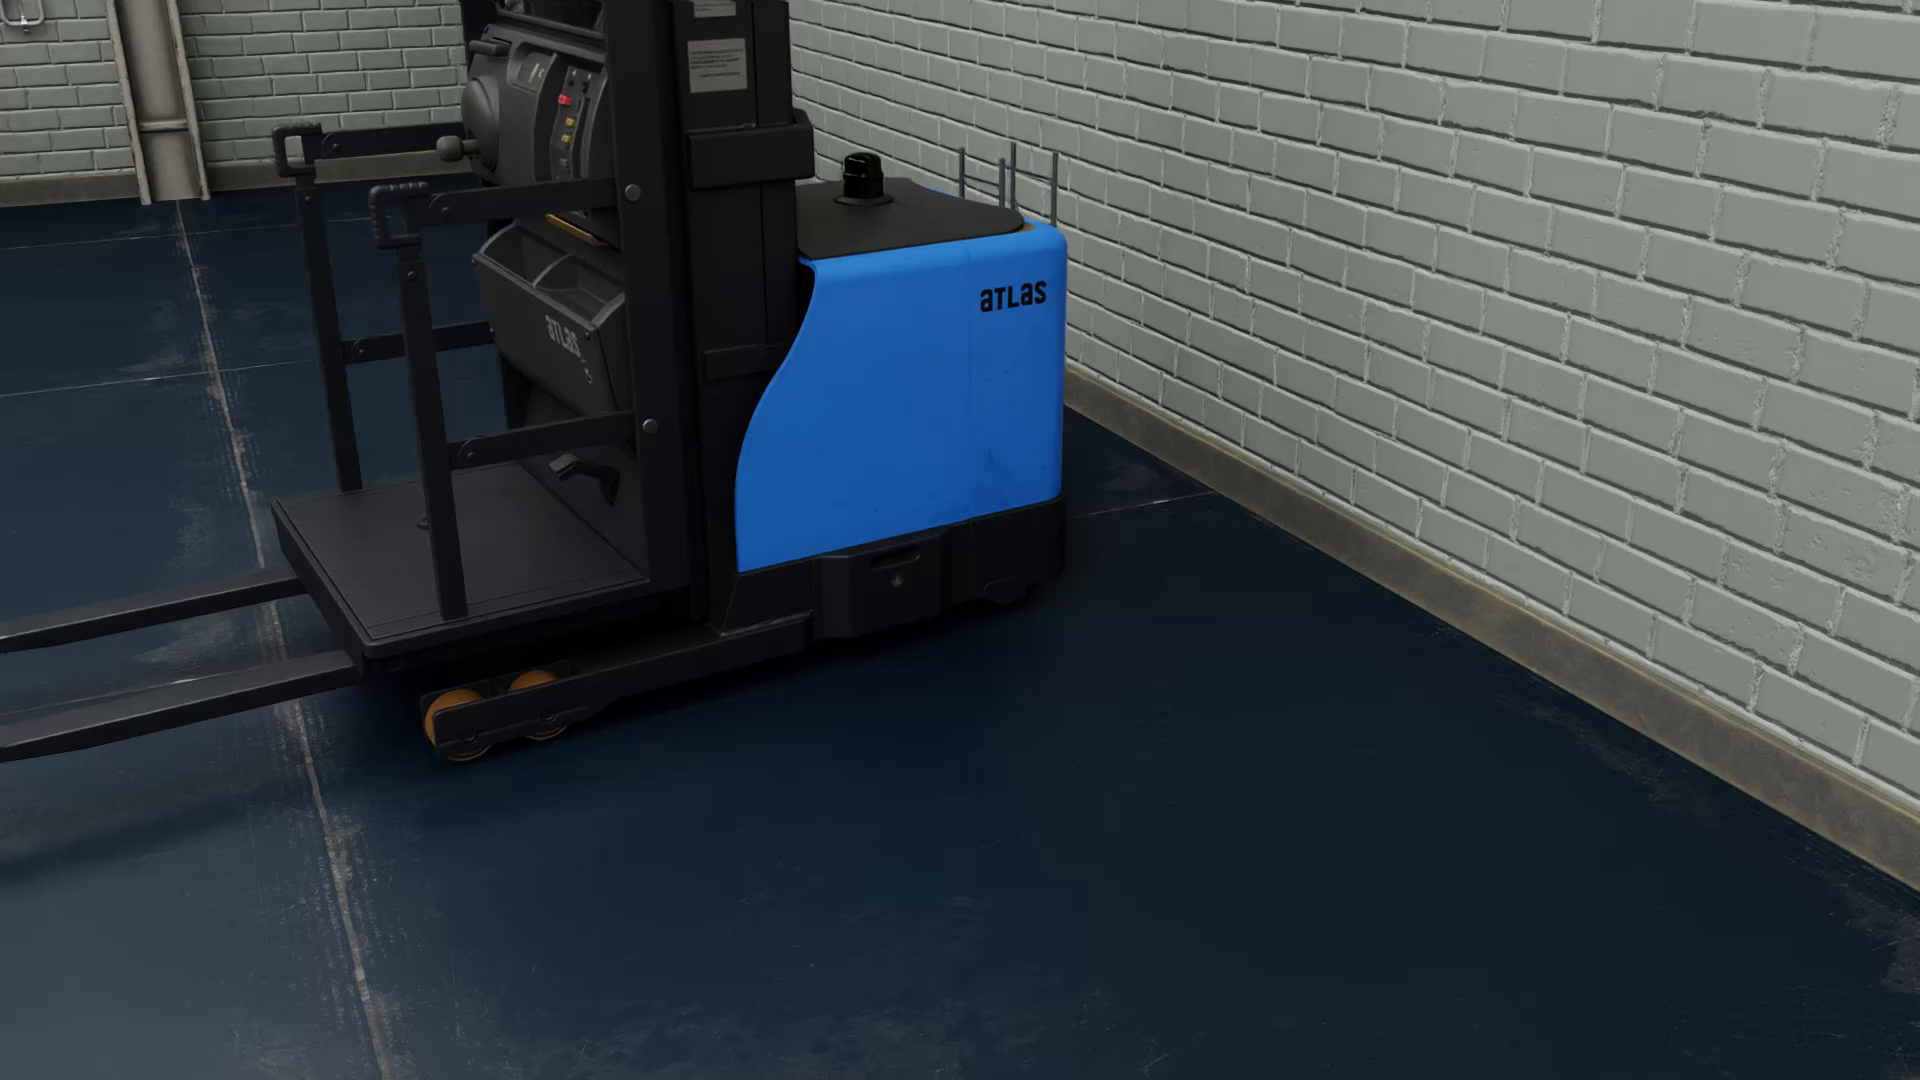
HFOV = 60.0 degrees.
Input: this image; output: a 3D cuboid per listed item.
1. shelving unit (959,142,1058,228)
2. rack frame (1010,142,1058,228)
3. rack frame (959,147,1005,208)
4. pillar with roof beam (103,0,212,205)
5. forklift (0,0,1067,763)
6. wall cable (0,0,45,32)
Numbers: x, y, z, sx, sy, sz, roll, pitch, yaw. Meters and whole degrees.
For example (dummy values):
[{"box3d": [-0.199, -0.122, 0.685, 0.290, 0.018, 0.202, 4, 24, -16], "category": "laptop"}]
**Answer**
[{"box3d": [0.141, -0.590, 5.106, 0.189, 1.200, 0.258, -13, 26, -29], "category": "shelving unit"}, {"box3d": [0.219, -0.608, 5.150, 0.006, 1.200, 0.240, -13, 26, -29], "category": "rack frame"}, {"box3d": [0.064, -0.571, 5.061, 0.006, 1.200, 0.240, -13, 26, -29], "category": "rack frame"}, {"box3d": [-3.056, -4.823, 5.135, 0.400, 9.000, 9.100, -10, 25, -24], "category": "pillar with roof beam"}, {"box3d": [-1.216, -1.057, 3.970, 3.031, 2.935, 1.130, -13, 26, -29], "category": "forklift"}, {"box3d": [-6.238, -3.796, 9.171, 1.851, 1.984, 0.084, -10, 25, -24], "category": "wall cable"}]
